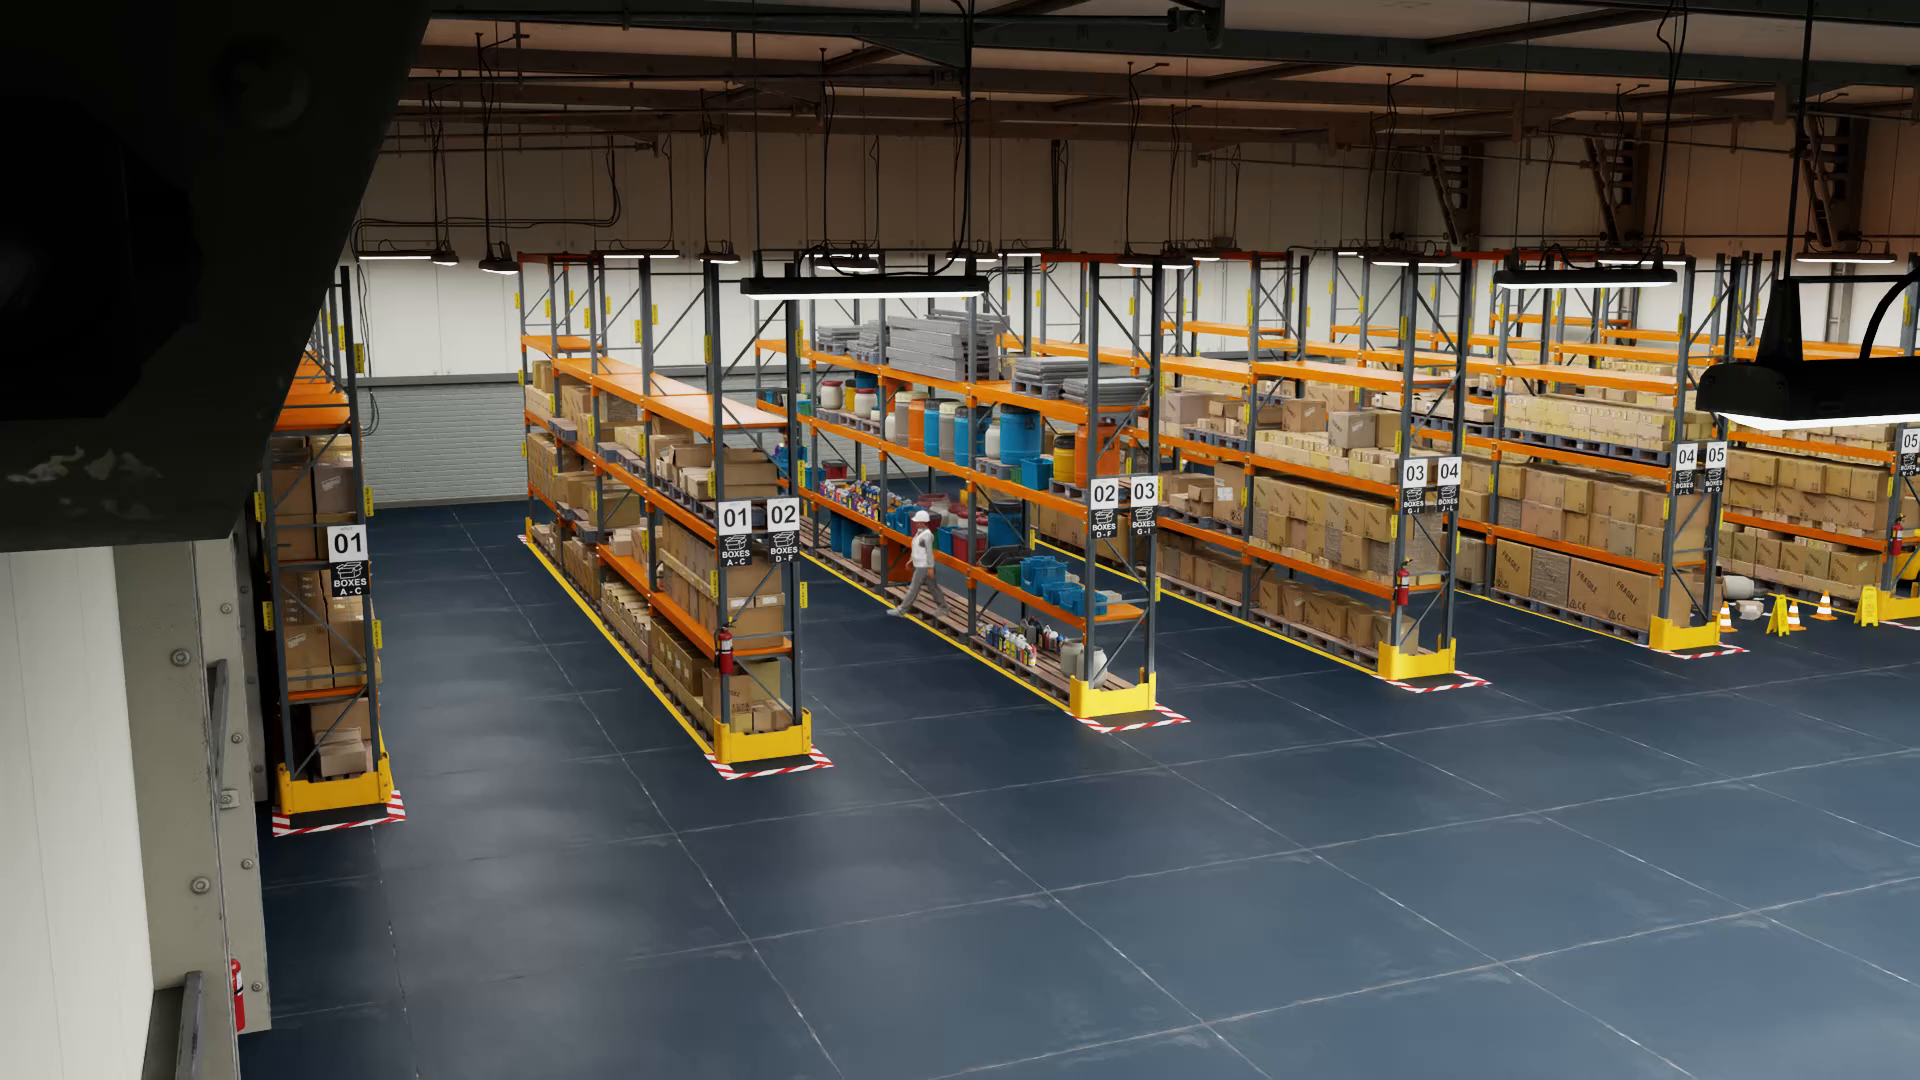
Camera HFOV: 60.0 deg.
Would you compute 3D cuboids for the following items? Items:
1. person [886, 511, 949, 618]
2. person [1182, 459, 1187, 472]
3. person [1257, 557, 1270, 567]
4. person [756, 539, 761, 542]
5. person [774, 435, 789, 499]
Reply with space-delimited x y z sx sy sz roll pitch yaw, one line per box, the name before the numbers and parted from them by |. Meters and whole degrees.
person | -0.674 0.379 26.444 1.018 1.715 0.553 -1 10 -3
person | 6.030 -2.722 44.948 0.554 1.766 0.819 5 12 27
person | 5.624 -0.077 30.626 0.651 1.828 0.659 -2 11 -10
person | -3.553 0.432 28.050 0.512 1.674 0.469 1 10 7
person | -4.086 -1.733 39.628 0.601 1.705 1.079 -6 12 -31
